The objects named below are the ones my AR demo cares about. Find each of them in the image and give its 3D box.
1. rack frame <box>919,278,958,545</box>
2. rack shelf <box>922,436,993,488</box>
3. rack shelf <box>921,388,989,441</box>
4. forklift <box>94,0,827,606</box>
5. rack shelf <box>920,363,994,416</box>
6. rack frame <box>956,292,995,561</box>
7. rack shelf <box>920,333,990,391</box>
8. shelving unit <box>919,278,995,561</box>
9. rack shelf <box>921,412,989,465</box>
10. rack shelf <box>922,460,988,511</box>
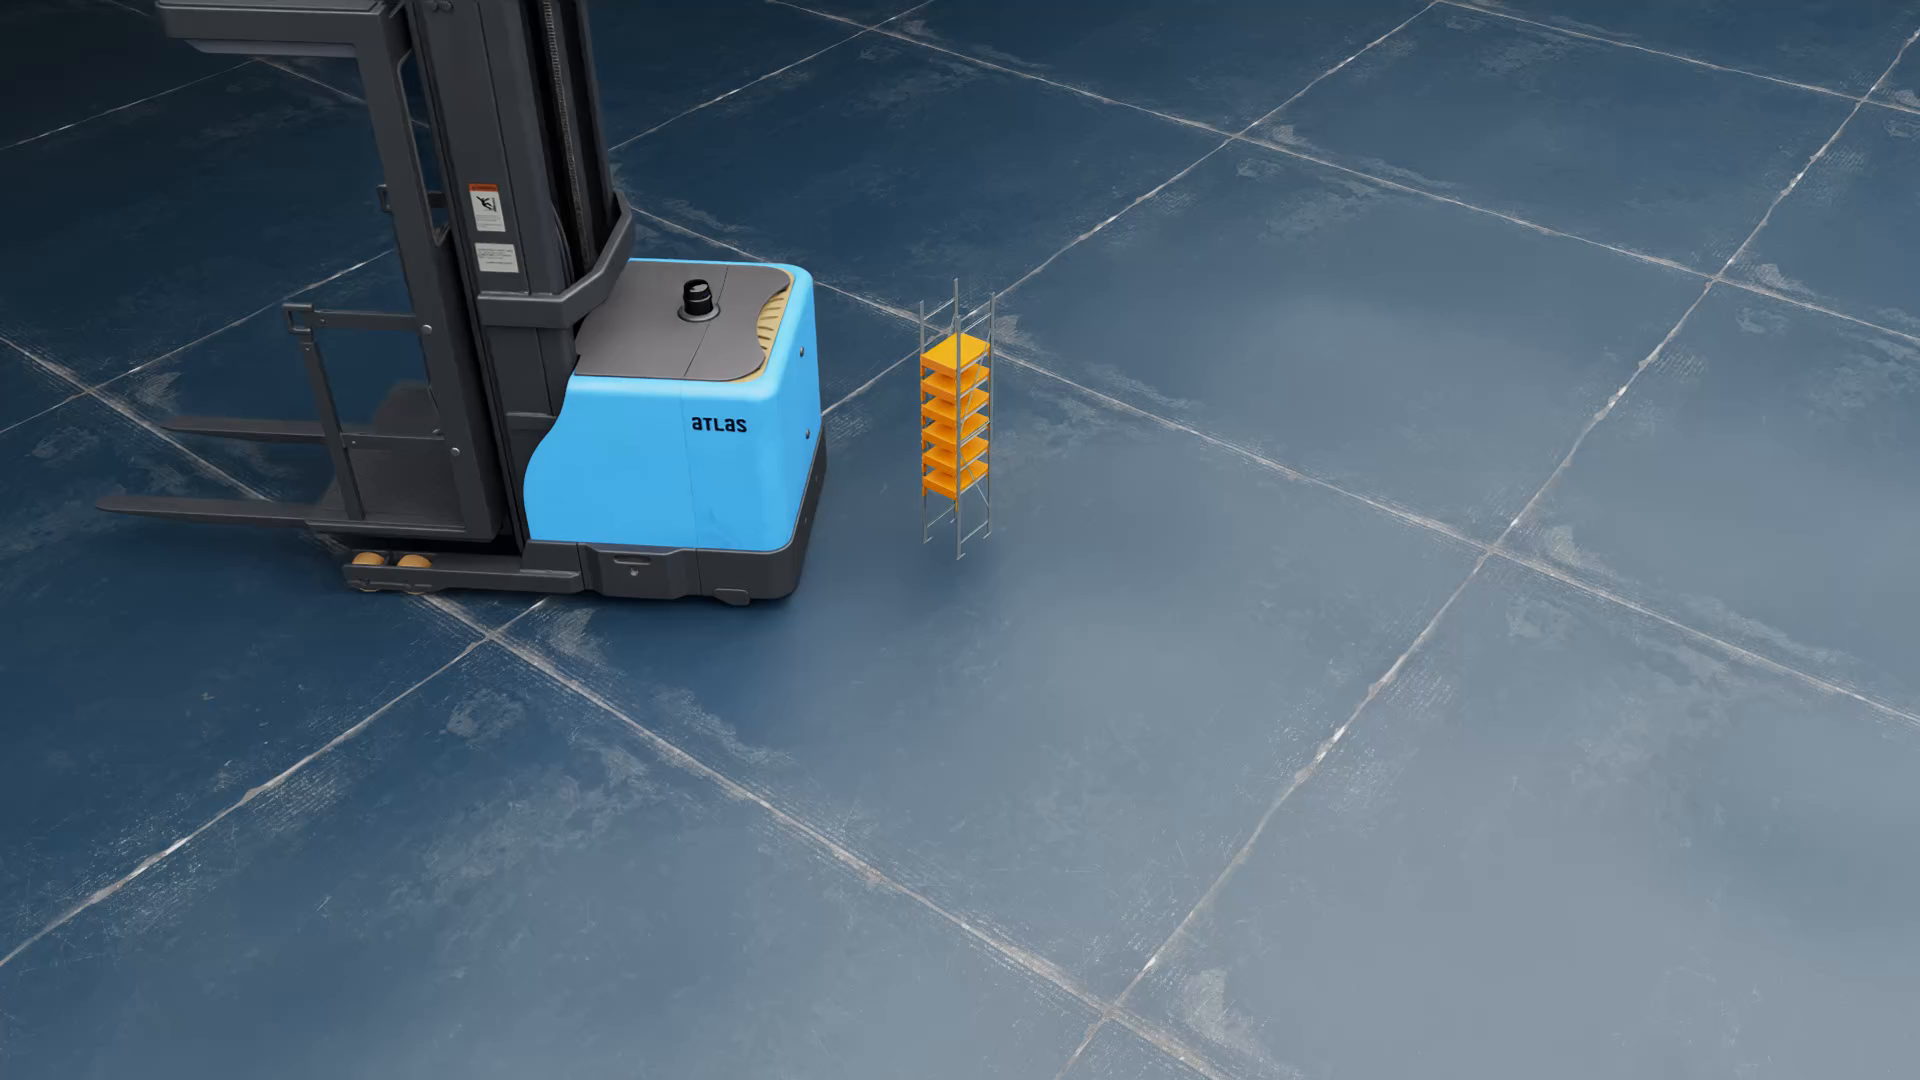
[{"bbox_3d":[-0.084,-0.512,6.931,0.006,1.200,0.240,25,45,29],"label":"rack frame"},{"bbox_3d":[-0.011,-0.348,6.988,0.180,0.103,0.258,25,45,29],"label":"rack shelf"},{"bbox_3d":[-0.011,-0.537,6.840,0.180,0.103,0.258,25,45,29],"label":"rack shelf"},{"bbox_3d":[-2.150,-1.248,6.467,3.031,2.935,1.130,3,38,4],"label":"forklift"},{"bbox_3d":[-0.011,-0.632,6.766,0.180,0.103,0.258,25,45,29],"label":"rack shelf"},{"bbox_3d":[0.061,-0.444,6.843,0.006,1.200,0.240,25,45,29],"label":"rack frame"},{"bbox_3d":[-0.011,-0.726,6.692,0.180,0.103,0.258,25,45,29],"label":"rack shelf"},{"bbox_3d":[-0.011,-0.478,6.887,0.189,1.200,0.258,25,45,29],"label":"shelving unit"},{"bbox_3d":[-0.011,-0.443,6.914,0.180,0.103,0.258,25,45,29],"label":"rack shelf"},{"bbox_3d":[-0.011,-0.254,7.062,0.180,0.103,0.258,25,45,29],"label":"rack shelf"}]
